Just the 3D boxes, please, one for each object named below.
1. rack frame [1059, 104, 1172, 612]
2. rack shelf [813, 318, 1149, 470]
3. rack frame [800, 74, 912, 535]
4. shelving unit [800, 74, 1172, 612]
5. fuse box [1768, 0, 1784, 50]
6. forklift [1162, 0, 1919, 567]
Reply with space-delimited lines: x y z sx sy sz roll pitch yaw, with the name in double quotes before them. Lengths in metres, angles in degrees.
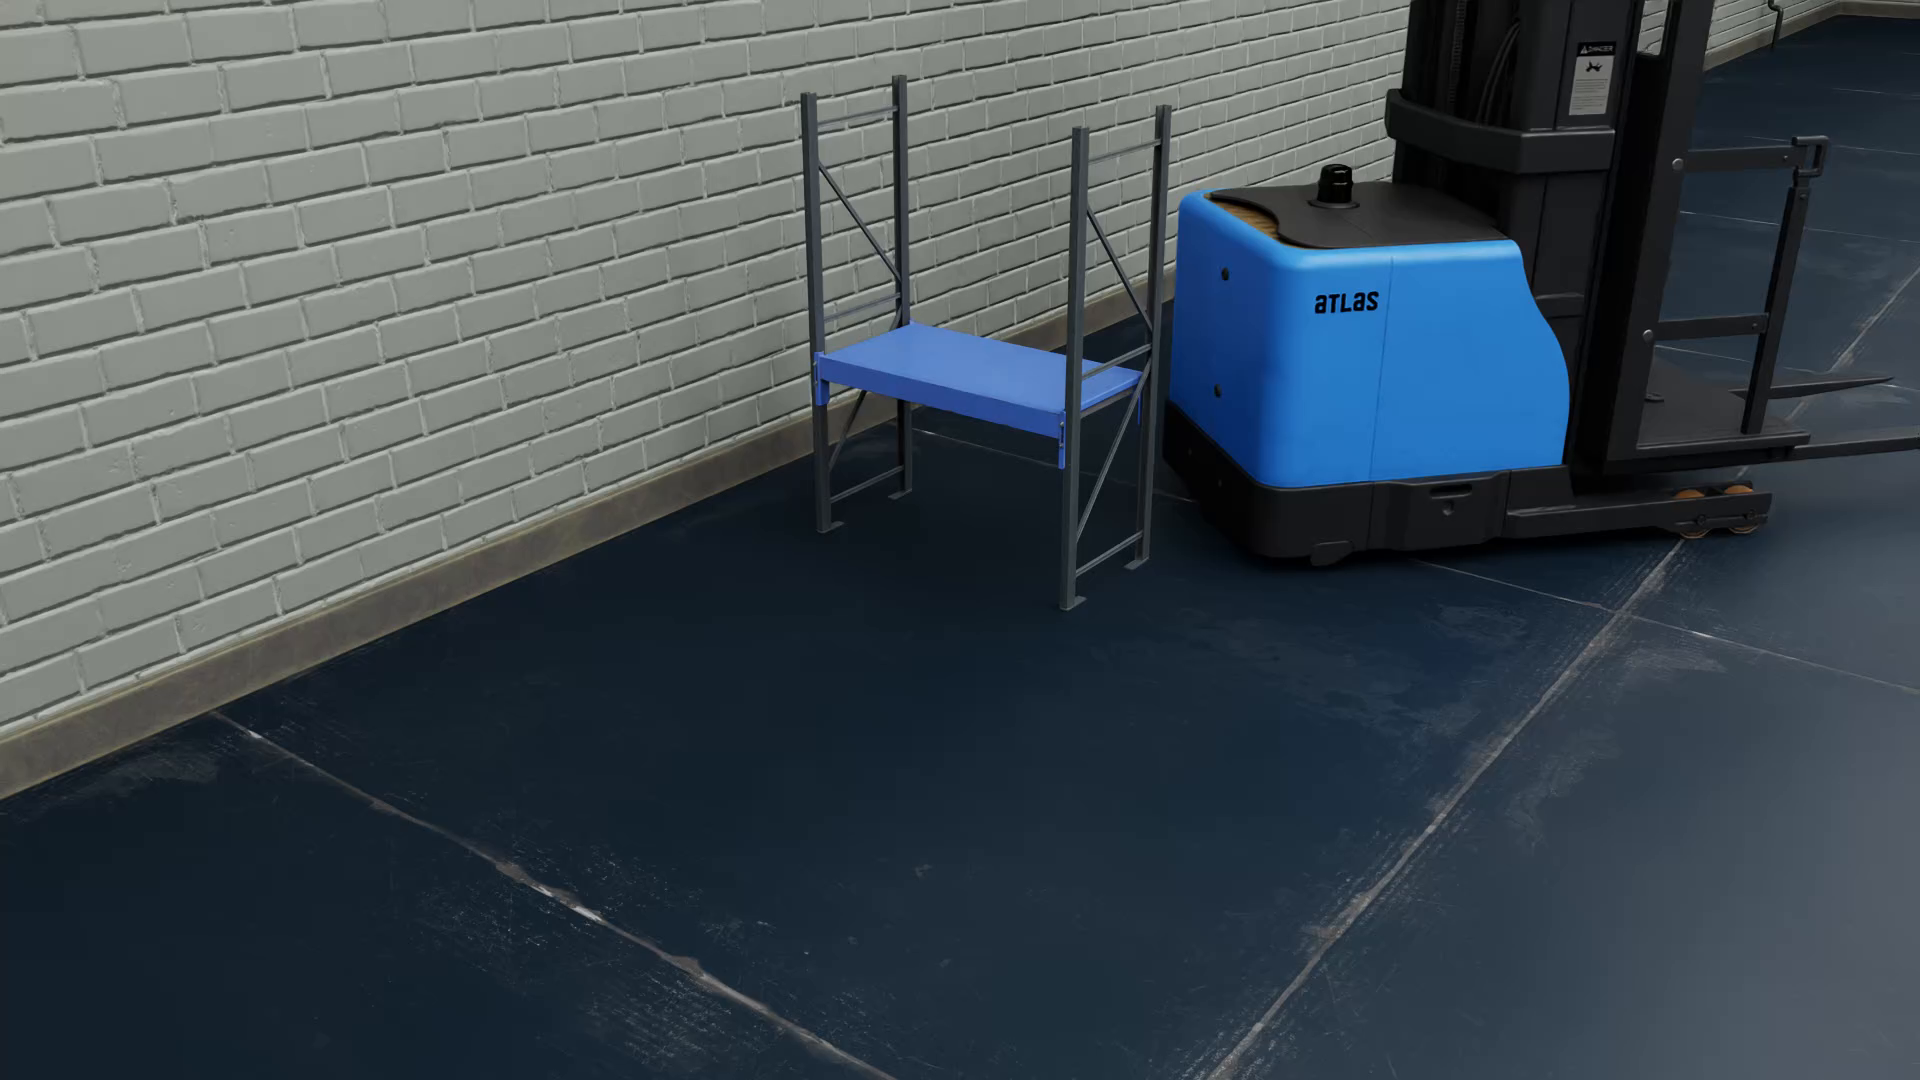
"rack frame" 0.475 -0.543 5.122 0.032 1.500 0.500 17 29 33
"rack shelf" 0.068 -0.501 5.473 1.000 0.185 0.538 17 29 33
"rack frame" -0.339 -0.789 5.680 0.032 1.500 0.500 17 29 33
"shelving unit" 0.068 -0.666 5.401 1.048 1.500 0.538 17 29 33
"fuse box" 8.551 -5.916 17.055 0.414 1.711 0.539 17 29 33
"forklift" 2.336 -1.547 5.627 3.031 2.935 1.130 -5 24 -12
